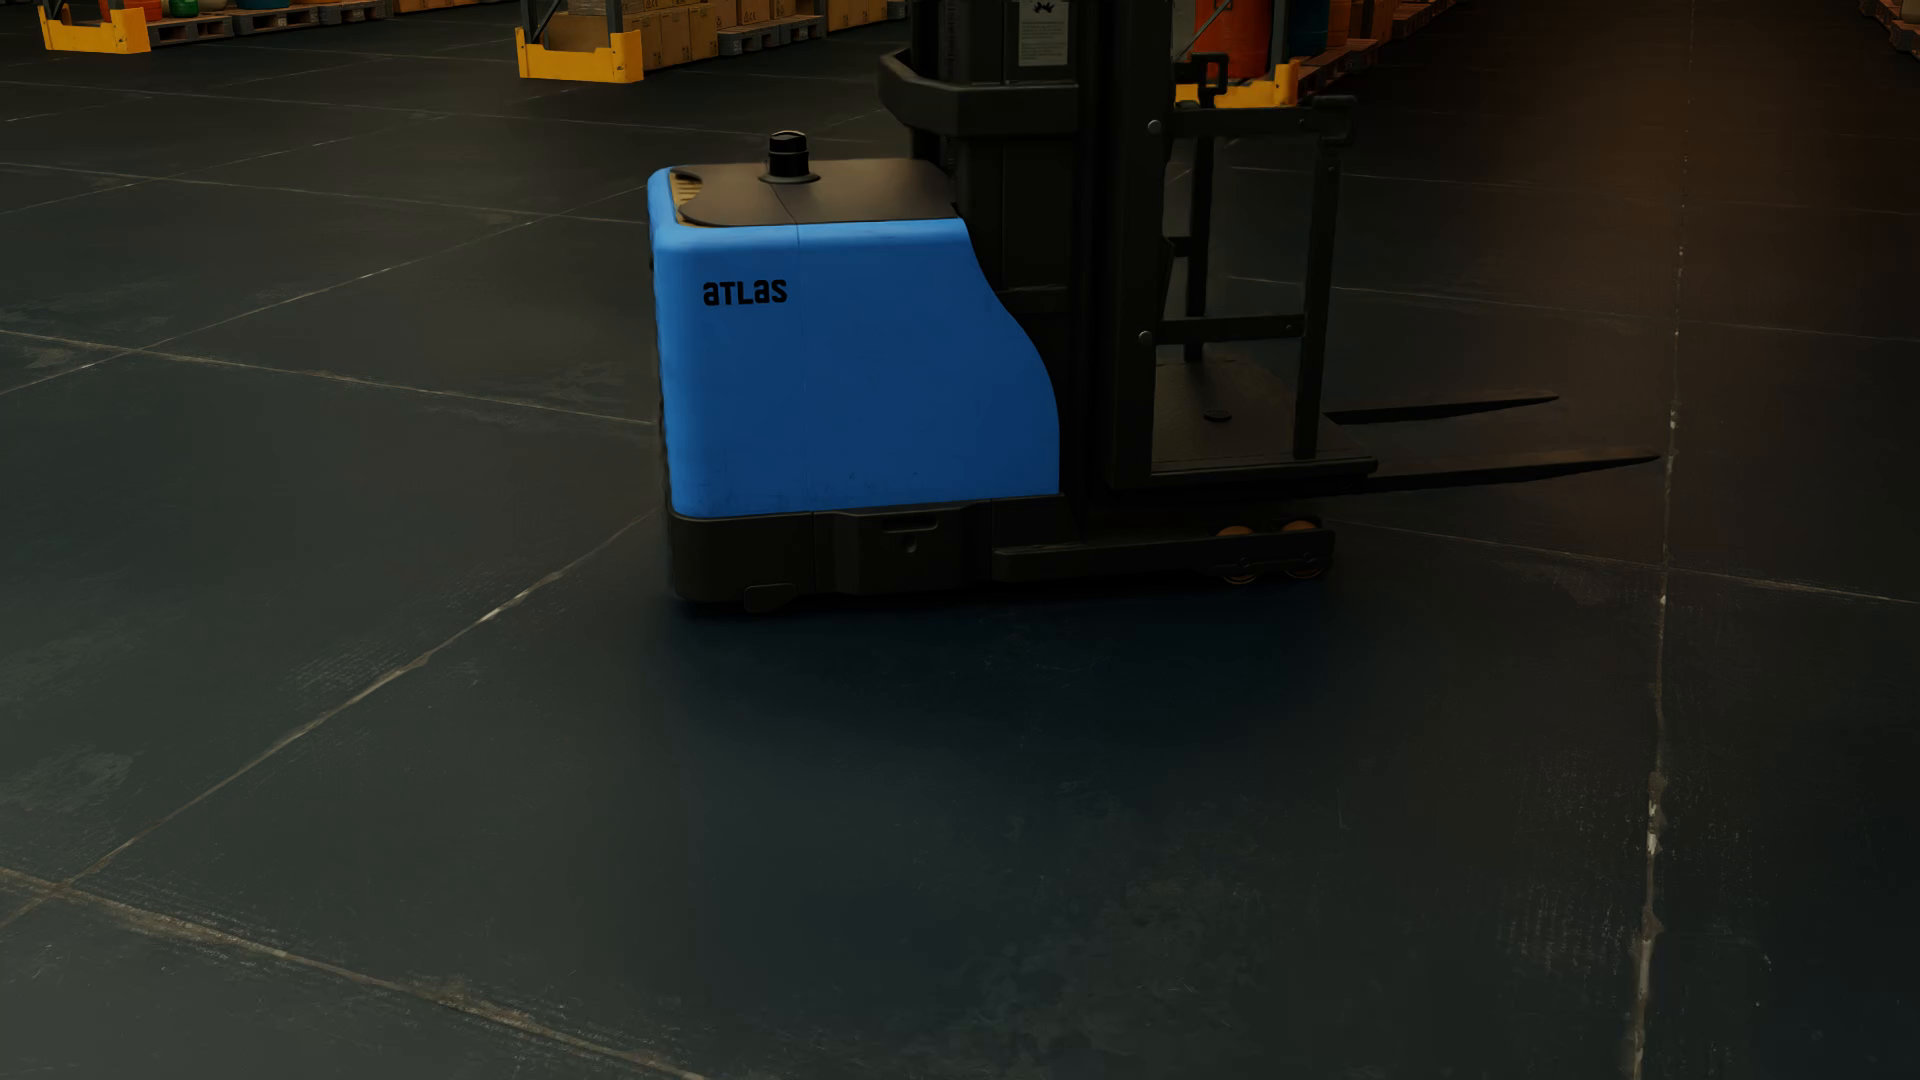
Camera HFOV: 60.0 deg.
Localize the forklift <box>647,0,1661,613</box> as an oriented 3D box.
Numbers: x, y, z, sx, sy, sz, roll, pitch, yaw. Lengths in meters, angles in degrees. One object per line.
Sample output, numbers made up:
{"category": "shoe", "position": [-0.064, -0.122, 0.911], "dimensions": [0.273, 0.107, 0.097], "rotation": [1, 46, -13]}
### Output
{"category": "forklift", "position": [0.619, -1.420, 4.689], "dimensions": [3.031, 2.935, 1.130], "rotation": [-4, 23, -10]}
